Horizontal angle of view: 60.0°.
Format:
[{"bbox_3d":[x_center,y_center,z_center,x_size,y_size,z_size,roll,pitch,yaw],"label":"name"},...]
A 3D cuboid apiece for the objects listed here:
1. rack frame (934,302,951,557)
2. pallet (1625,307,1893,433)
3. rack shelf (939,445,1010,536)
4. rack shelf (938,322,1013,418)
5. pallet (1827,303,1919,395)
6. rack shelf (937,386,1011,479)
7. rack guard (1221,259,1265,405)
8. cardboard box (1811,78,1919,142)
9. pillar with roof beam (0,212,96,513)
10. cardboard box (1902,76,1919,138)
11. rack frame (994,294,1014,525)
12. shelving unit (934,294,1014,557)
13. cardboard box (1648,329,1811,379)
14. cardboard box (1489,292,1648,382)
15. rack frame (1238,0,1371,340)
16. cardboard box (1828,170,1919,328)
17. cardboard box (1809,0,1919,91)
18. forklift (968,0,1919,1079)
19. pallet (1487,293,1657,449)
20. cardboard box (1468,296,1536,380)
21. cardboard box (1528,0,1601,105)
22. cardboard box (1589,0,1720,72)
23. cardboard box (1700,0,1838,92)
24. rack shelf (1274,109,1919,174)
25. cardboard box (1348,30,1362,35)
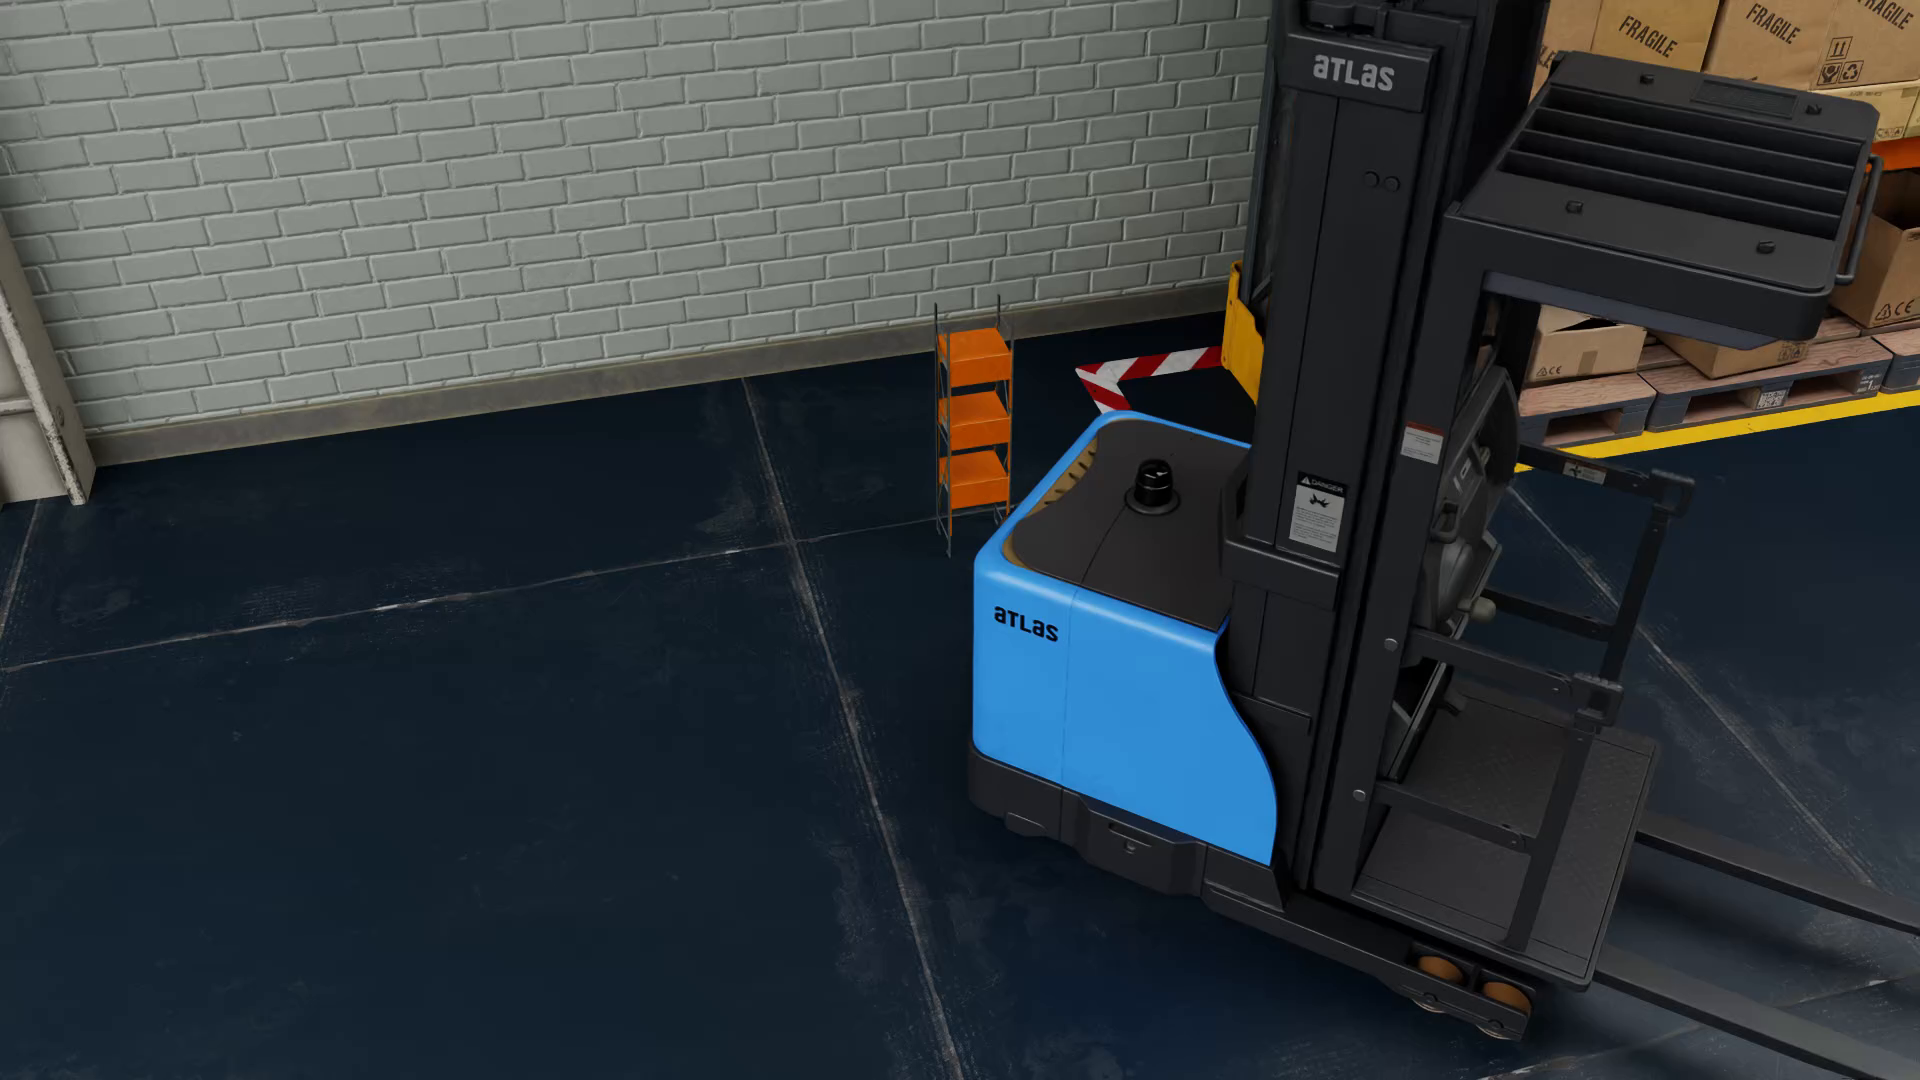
[{"bbox_3d":[-0.066,-0.406,6.417,0.008,1.050,0.200,-9,38,-12],"label":"rack frame"},{"bbox_3d":[3.504,-0.939,7.804,1.213,0.211,1.003,-9,38,-12],"label":"pallet"},{"bbox_3d":[0.052,-0.196,6.617,0.240,0.259,0.215,-9,38,-12],"label":"rack shelf"},{"bbox_3d":[0.052,-0.642,6.276,0.240,0.259,0.215,-9,38,-12],"label":"rack shelf"},{"bbox_3d":[4.684,-1.135,8.060,1.213,0.211,1.003,-9,38,-12],"label":"pallet"},{"bbox_3d":[0.052,-0.417,6.449,0.240,0.259,0.215,-9,38,-12],"label":"rack shelf"},{"bbox_3d":[1.535,-0.755,7.325,0.348,0.500,1.175,-9,38,-12],"label":"rack guard"},{"bbox_3d":[3.495,-1.822,6.770,0.500,0.250,0.500,-9,38,-12],"label":"cardboard box"},{"bbox_3d":[-2.758,-1.261,0.992,0.400,9.000,9.100,-9,38,-12],"label":"pillar with roof beam"},{"bbox_3d":[3.980,-1.902,6.875,0.500,0.250,0.500,-10,38,-12],"label":"cardboard box"},{"bbox_3d":[0.169,-0.445,6.467,0.008,1.050,0.200,-9,38,-12],"label":"rack frame"},{"bbox_3d":[0.052,-0.425,6.442,0.252,1.050,0.215,-9,38,-12],"label":"shelving unit"},{"bbox_3d":[3.425,-1.152,7.482,0.500,0.500,0.700,-12,39,-15],"label":"cardboard box"},{"bbox_3d":[2.703,-0.990,7.426,0.500,0.311,0.500,-6,38,-8],"label":"cardboard box"},{"bbox_3d":[1.461,-1.736,6.550,0.127,3.000,1.000,-9,38,-12],"label":"rack frame"},{"bbox_3d":[4.332,-1.363,7.759,0.500,0.500,0.500,-12,39,-15],"label":"cardboard box"},{"bbox_3d":[3.476,-2.121,6.543,0.500,0.500,0.500,-8,38,-11],"label":"cardboard box"},{"bbox_3d":[1.568,-0.082,4.445,3.031,2.935,1.130,18,41,22],"label":"forklift"},{"bbox_3d":[2.328,-0.748,7.554,1.213,0.211,1.003,-9,38,-12],"label":"pallet"},{"bbox_3d":[2.153,-0.899,7.308,0.500,0.311,0.500,-14,39,-17],"label":"cardboard box"},{"bbox_3d":[2.001,-1.881,6.230,0.500,0.500,0.500,-9,38,-12],"label":"cardboard box"},{"bbox_3d":[2.480,-1.954,6.325,0.500,0.500,0.500,-9,38,-12],"label":"cardboard box"},{"bbox_3d":[2.981,-2.032,6.427,0.500,0.500,0.500,-11,39,-13],"label":"cardboard box"},{"bbox_3d":[3.392,-1.767,7.183,4.000,0.370,1.077,-9,38,-12],"label":"rack shelf"},{"bbox_3d":[1.861,-2.181,6.622,0.500,0.500,0.500,-10,38,-12],"label":"cardboard box"}]
